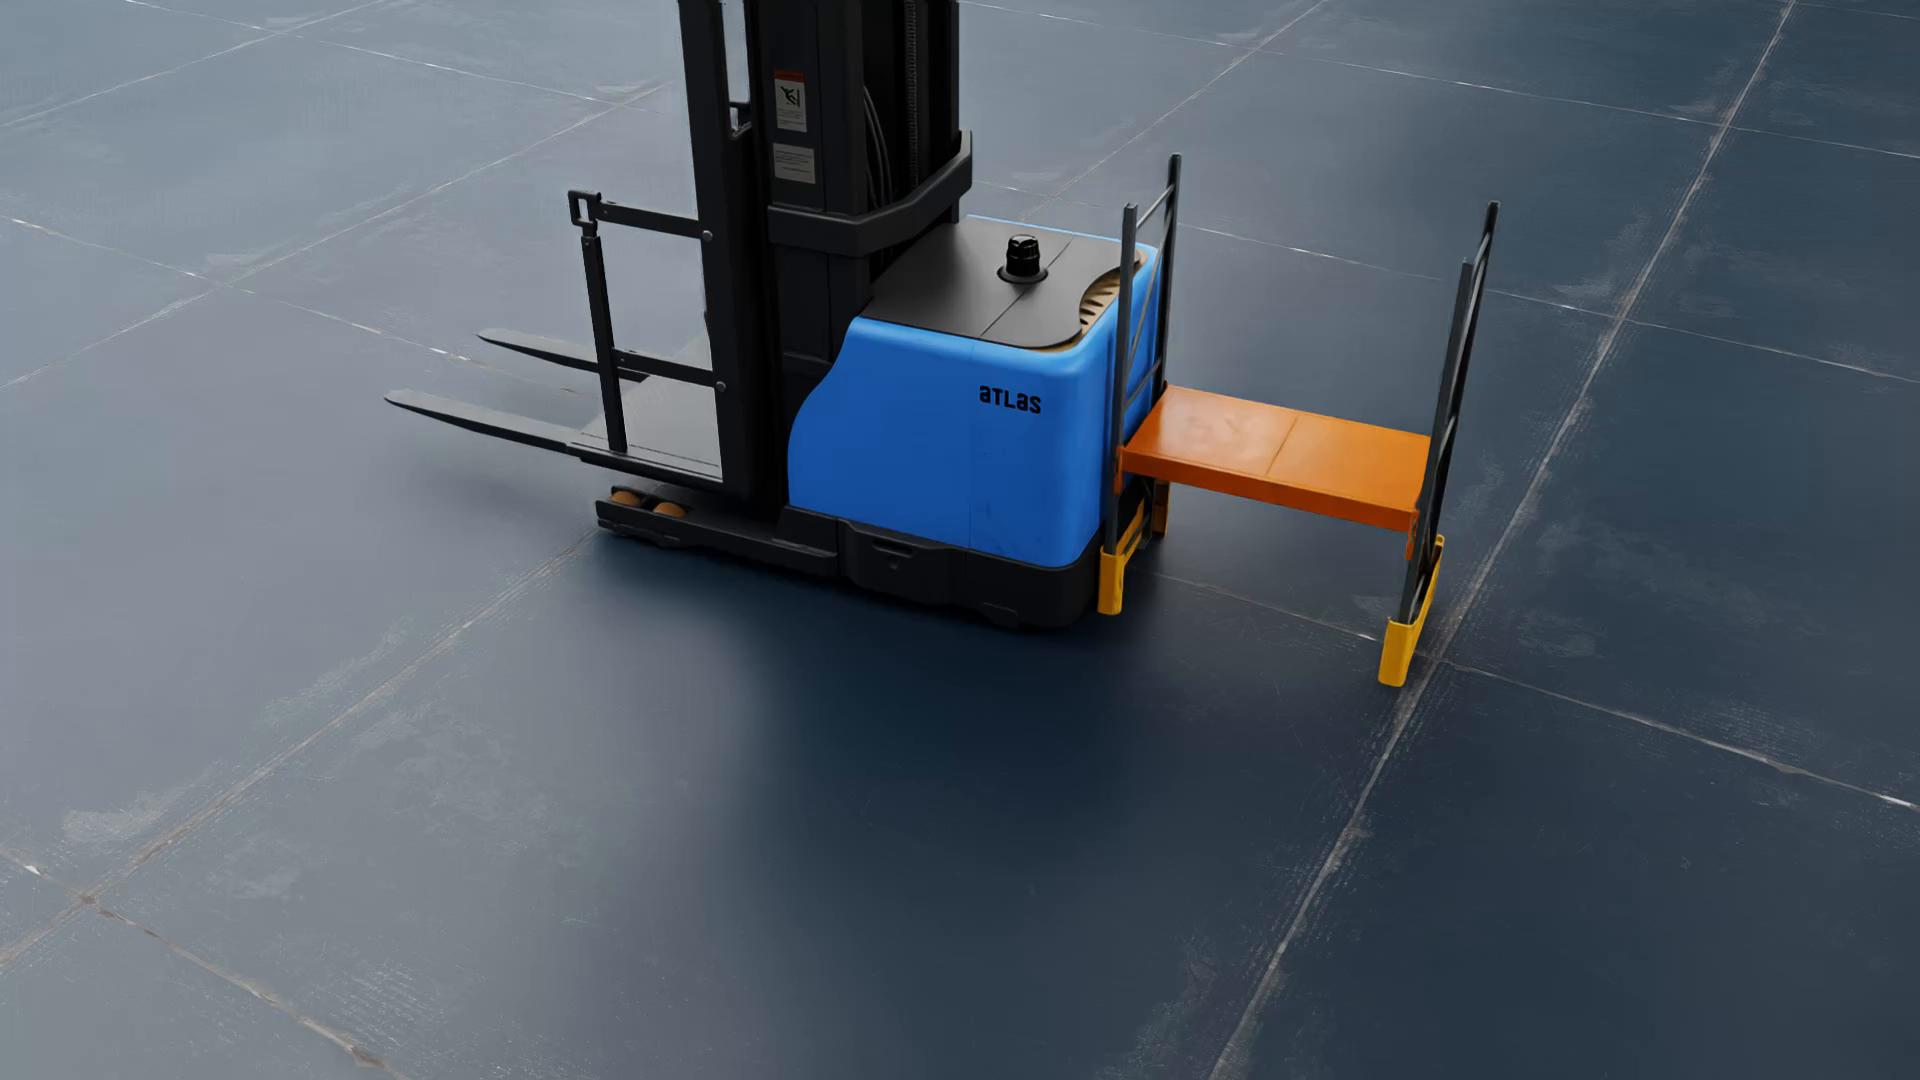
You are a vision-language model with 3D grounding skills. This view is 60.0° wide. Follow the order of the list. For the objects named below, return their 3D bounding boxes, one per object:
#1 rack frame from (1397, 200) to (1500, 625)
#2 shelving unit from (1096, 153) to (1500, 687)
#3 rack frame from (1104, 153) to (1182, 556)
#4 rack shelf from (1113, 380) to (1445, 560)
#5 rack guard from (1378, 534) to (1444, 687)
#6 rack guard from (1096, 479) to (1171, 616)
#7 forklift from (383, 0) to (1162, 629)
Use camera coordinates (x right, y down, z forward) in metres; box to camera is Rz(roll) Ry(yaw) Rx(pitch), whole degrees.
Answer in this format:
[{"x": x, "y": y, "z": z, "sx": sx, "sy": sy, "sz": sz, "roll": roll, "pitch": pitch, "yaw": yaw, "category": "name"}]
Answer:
[{"x": 1.545, "y": -0.290, "z": 5.332, "sx": 0.032, "sy": 1.500, "sz": 0.500, "roll": 14, "pitch": 36, "yaw": 19, "category": "rack frame"}, {"x": 1.087, "y": -0.401, "z": 5.499, "sx": 1.083, "sy": 1.500, "sz": 0.587, "roll": 14, "pitch": 36, "yaw": 19, "category": "shelving unit"}, {"x": 0.613, "y": -0.516, "z": 5.671, "sx": 0.032, "sy": 1.500, "sz": 0.500, "roll": 14, "pitch": 36, "yaw": 19, "category": "rack frame"}, {"x": 1.079, "y": -0.253, "z": 5.602, "sx": 1.000, "sy": 0.185, "sz": 0.538, "roll": 14, "pitch": 36, "yaw": 19, "category": "rack shelf"}, {"x": 1.543, "y": 0.230, "z": 5.679, "sx": 0.087, "sy": 0.250, "sz": 0.587, "roll": 14, "pitch": 36, "yaw": 19, "category": "rack guard"}, {"x": 0.631, "y": 0.009, "z": 6.011, "sx": 0.087, "sy": 0.250, "sz": 0.587, "roll": 14, "pitch": 36, "yaw": 19, "category": "rack guard"}, {"x": -0.811, "y": -1.444, "z": 5.774, "sx": 3.031, "sy": 2.935, "sz": 1.130, "roll": 14, "pitch": 36, "yaw": 19, "category": "forklift"}]
